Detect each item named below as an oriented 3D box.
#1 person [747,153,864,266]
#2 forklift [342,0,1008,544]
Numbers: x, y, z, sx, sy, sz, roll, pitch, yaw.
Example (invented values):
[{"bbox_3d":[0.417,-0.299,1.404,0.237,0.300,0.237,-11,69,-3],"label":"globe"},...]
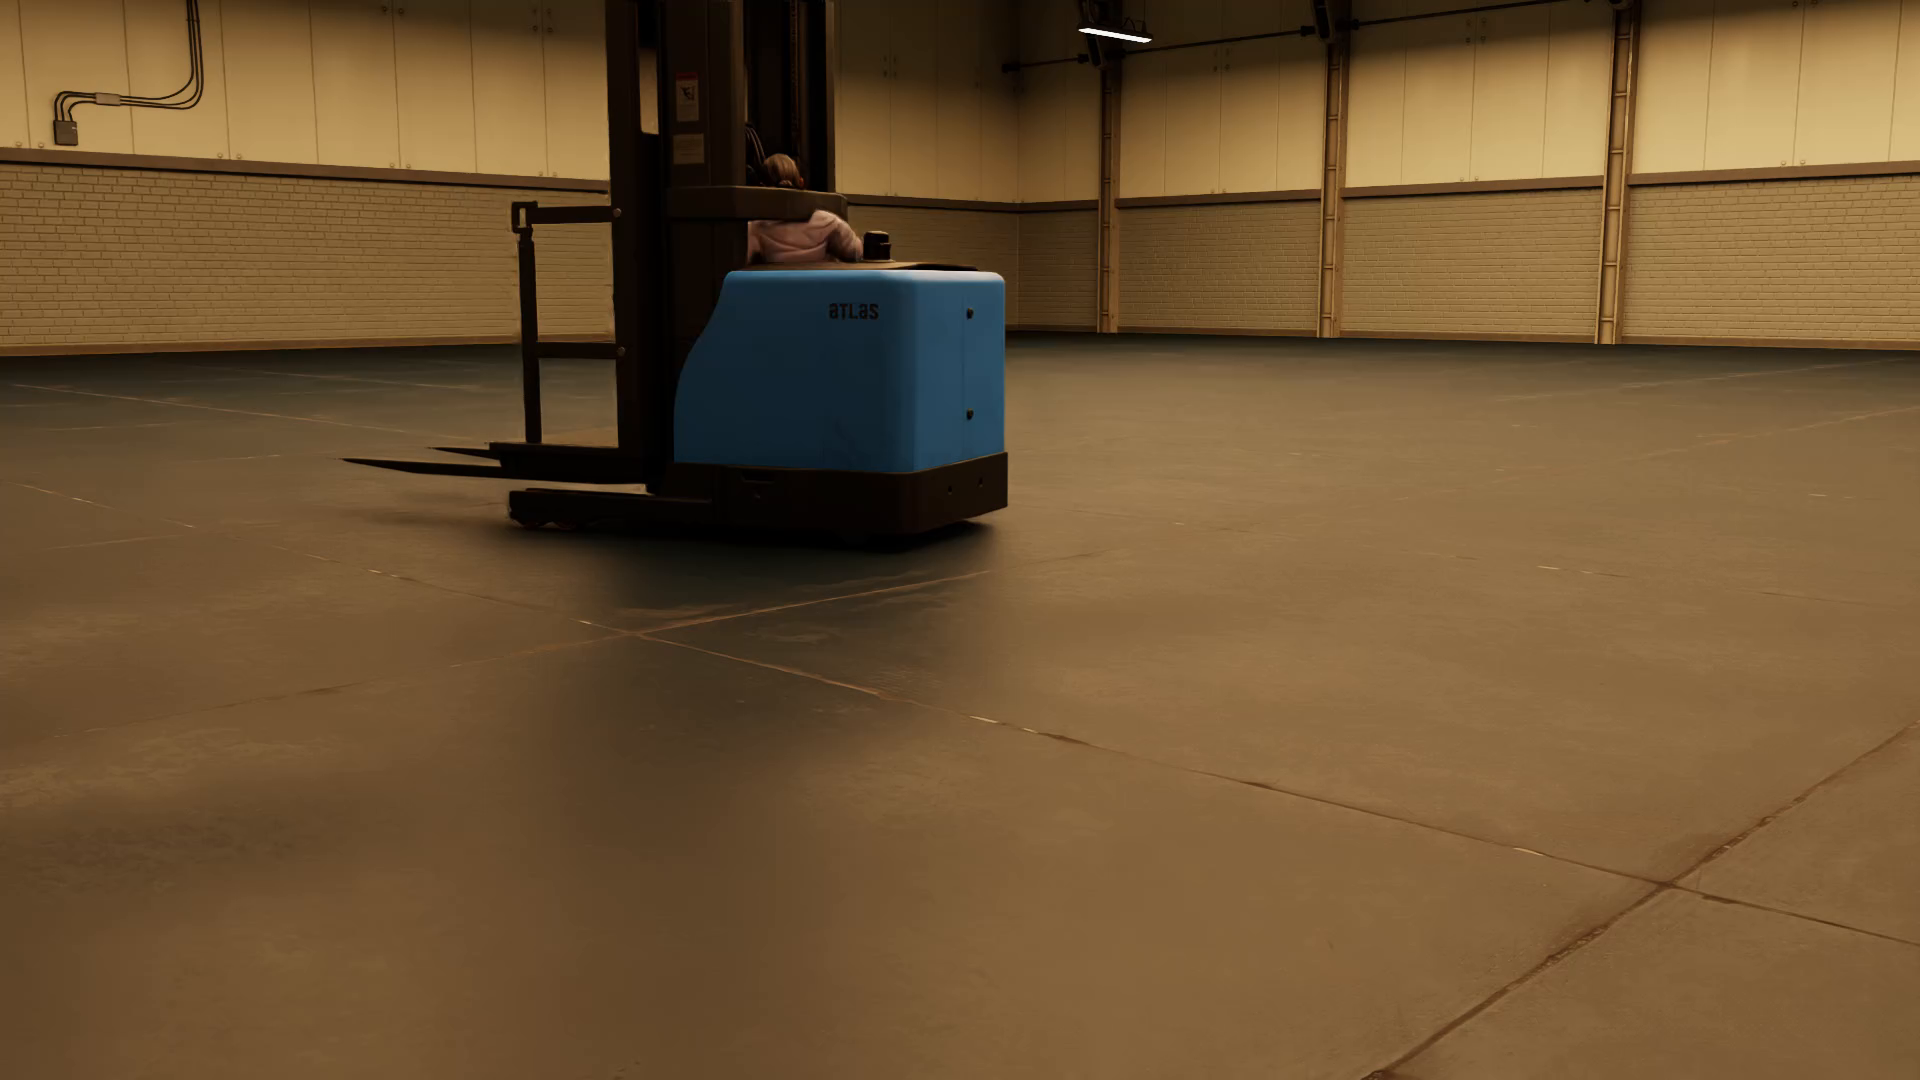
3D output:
[{"bbox_3d":[-0.791,-0.888,7.203,0.847,1.510,0.837,-3,9,-20],"label":"person"},{"bbox_3d":[-1.354,-1.555,7.200,3.031,2.935,1.130,4,9,24],"label":"forklift"}]
